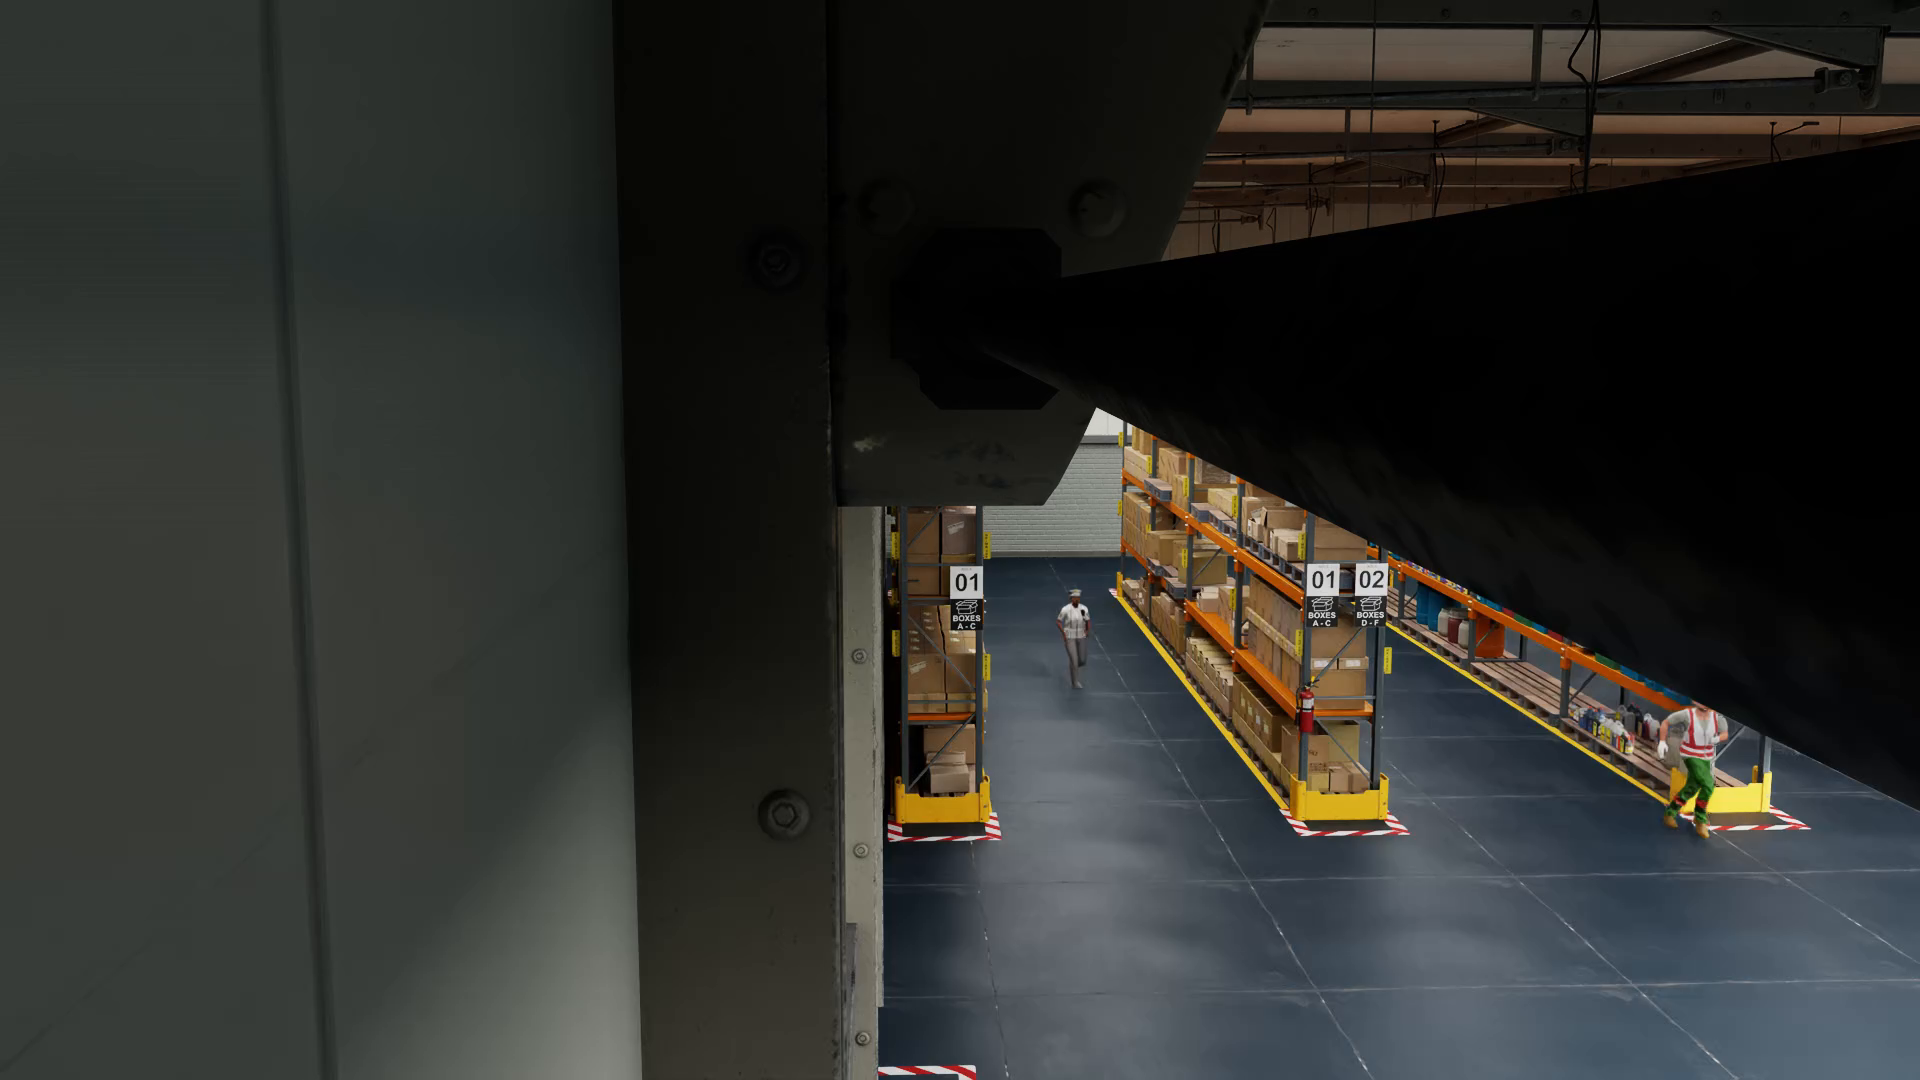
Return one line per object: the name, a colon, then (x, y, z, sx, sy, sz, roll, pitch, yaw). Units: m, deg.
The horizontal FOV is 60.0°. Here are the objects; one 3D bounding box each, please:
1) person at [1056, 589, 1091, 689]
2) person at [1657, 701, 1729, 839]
person: (1.904, 1.621, 27.735, 0.571, 1.660, 0.646, -2, 8, -12)
person: (8.865, 2.651, 20.039, 0.715, 1.779, 0.666, -3, 8, -19)
